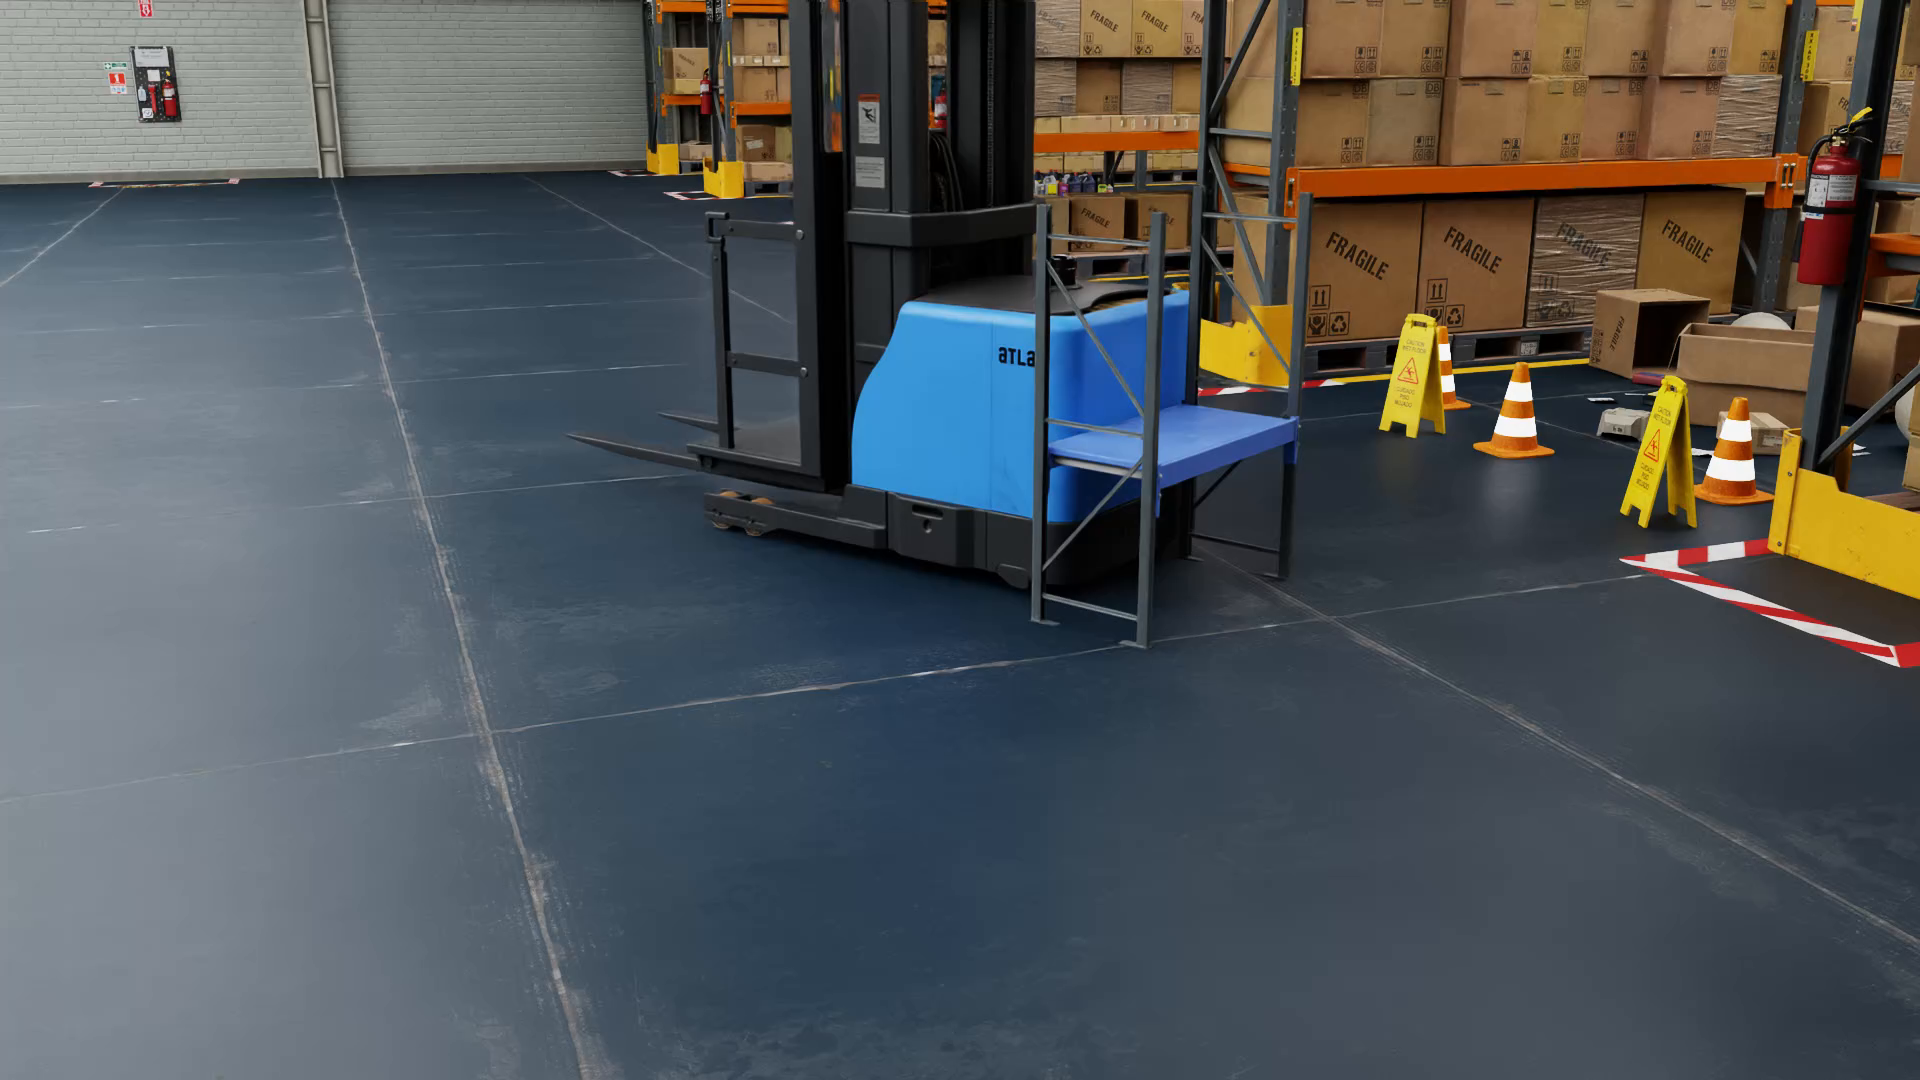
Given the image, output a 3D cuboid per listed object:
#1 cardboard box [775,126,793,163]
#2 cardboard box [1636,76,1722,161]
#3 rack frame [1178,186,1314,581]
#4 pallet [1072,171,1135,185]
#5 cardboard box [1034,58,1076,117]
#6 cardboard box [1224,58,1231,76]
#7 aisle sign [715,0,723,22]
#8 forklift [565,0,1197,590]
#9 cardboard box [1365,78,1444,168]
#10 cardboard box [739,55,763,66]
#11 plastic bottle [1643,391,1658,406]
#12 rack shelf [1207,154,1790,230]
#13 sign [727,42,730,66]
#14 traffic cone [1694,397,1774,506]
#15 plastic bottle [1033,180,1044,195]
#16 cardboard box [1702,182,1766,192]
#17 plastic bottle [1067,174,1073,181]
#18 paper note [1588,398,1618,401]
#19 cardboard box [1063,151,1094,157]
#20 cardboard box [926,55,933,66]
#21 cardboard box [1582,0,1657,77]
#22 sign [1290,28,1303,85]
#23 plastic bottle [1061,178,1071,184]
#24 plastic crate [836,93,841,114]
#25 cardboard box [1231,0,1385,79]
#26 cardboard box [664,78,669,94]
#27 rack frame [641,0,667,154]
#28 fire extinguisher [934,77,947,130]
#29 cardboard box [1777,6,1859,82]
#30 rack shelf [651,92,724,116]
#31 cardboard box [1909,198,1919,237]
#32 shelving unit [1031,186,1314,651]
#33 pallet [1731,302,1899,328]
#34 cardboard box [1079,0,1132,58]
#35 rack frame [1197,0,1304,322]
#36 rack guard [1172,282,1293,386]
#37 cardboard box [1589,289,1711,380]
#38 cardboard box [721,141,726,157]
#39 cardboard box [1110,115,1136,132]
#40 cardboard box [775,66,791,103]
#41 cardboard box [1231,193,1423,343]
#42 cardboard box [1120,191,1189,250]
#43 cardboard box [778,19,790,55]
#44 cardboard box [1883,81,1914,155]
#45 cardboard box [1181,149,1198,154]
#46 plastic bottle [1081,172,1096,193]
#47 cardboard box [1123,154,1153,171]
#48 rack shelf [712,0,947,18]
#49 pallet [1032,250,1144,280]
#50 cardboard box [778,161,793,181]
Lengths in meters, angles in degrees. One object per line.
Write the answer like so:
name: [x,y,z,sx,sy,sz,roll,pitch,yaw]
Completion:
cardboard box: [-2.375,-5.768,24.221,0.500,0.500,0.500,-6,17,-20]
cardboard box: [4.690,-2.931,11.491,0.550,0.550,0.875,-6,17,-20]
rack frame: [1.104,-0.604,6.493,0.500,1.500,0.032,13,21,37]
pallet: [2.129,-5.754,26.317,1.213,0.211,1.003,-6,17,-20]
cardboard box: [0.644,-4.112,15.072,0.500,0.500,0.875,-6,17,-20]
cardboard box: [2.503,-4.320,15.780,0.500,0.500,0.875,-6,17,-20]
aisle sign: [-3.373,-7.640,23.177,0.004,0.787,0.394,-6,17,-20]
forklift: [-0.499,-1.527,7.095,3.031,2.935,1.130,12,20,35]
cardboard box: [2.637,-2.740,10.840,0.550,0.550,0.875,-6,17,-20]
cardboard box: [-2.978,-6.822,23.677,0.250,0.149,0.380,-6,18,-20]
plastic bottle: [4.179,-0.843,9.861,0.283,0.061,0.133,-14,21,-39]
rack shelf: [3.668,-2.414,11.273,4.000,0.370,1.077,-6,17,-20]
sign: [-3.228,-6.787,23.208,0.005,0.325,0.100,-6,17,-20]
traffic cone: [3.606,-0.431,7.745,0.334,0.463,0.336,-6,17,-20]
plastic bottle: [0.951,-4.276,20.388,0.135,0.276,0.152,-6,17,-19]
cardboard box: [8.242,-3.926,18.169,0.875,0.875,1.225,-7,18,-23]
plastic bottle: [1.375,-4.503,21.148,0.133,0.283,0.061,-6,17,-20]
paper note: [3.833,-0.840,9.906,0.142,0.017,0.144,0,16,-1]
cardboard box: [1.741,-6.112,25.728,0.500,0.311,0.500,-7,18,-22]
cardboard box: [-0.583,-7.080,24.557,0.250,0.149,0.380,-6,17,-20]
cardboard box: [4.153,-3.419,11.234,0.550,0.550,0.875,-6,17,-20]
sign: [1.994,-2.865,9.852,0.005,0.325,0.100,-6,17,-20]
plastic bottle: [1.329,-4.360,20.675,0.135,0.276,0.152,-6,17,-20]
plastic crate: [-1.292,-5.234,19.862,0.616,0.251,0.499,-6,17,-20]
cardboard box: [2.161,-3.175,10.404,0.550,0.550,0.875,-6,17,-20]
cardboard box: [-4.830,-7.819,28.630,0.500,0.250,0.500,-6,17,-19]
rack frame: [-5.197,-7.783,28.277,0.127,3.000,1.000,-6,17,-20]
fire extinguisher: [-0.152,-3.946,15.348,0.183,0.674,0.296,-6,17,-20]
cardboard box: [5.997,-3.540,11.879,0.500,0.500,0.700,-6,18,-21]
rack shelf: [-3.330,-7.639,29.065,4.000,0.370,1.077,-6,17,-20]
cardboard box: [3.939,-1.239,6.440,0.250,0.149,0.380,-6,17,-18]
shelving unit: [0.784,-0.493,6.114,0.538,1.500,1.048,13,21,37]
pallet: [6.229,-1.721,12.584,1.213,0.211,1.003,-6,17,-20]
cardboard box: [1.201,-4.576,14.877,0.500,0.500,0.500,-6,17,-20]
rack frame: [1.801,-2.558,10.485,0.127,3.000,1.000,-6,17,-20]
rack guard: [1.778,-1.356,10.829,0.348,0.500,1.175,-6,17,-20]
cardboard box: [4.453,-1.336,10.758,0.500,0.500,0.500,-3,17,-11]
cardboard box: [-3.987,-6.807,28.947,0.500,0.311,0.500,-5,17,-15]
cardboard box: [1.413,-3.814,15.208,0.250,0.149,0.380,-6,17,-20]
cardboard box: [-2.492,-6.626,24.160,0.500,0.500,0.700,-6,17,-19]
cardboard box: [2.410,-1.826,11.017,0.875,0.875,0.875,-6,17,-20]
cardboard box: [1.847,-3.061,15.890,0.500,0.500,0.500,-4,17,-15]
cardboard box: [-2.442,-7.254,23.996,0.500,0.500,0.700,-7,18,-22]
cardboard box: [6.594,-3.042,11.958,0.500,0.500,0.500,-6,17,-20]
cardboard box: [3.648,-6.320,26.436,0.500,0.311,0.500,-6,17,-19]
plastic bottle: [1.585,-4.379,20.606,0.185,0.351,0.144,-7,18,-22]
cardboard box: [2.694,-5.949,26.166,0.500,0.250,0.500,-6,17,-19]
rack shelf: [-1.554,-7.776,24.206,4.000,0.370,1.077,-6,17,-20]
pallet: [0.962,-2.615,15.630,1.213,0.211,1.003,-6,17,-20]
cardboard box: [-2.375,-5.409,24.328,0.500,0.250,0.500,-6,17,-20]
